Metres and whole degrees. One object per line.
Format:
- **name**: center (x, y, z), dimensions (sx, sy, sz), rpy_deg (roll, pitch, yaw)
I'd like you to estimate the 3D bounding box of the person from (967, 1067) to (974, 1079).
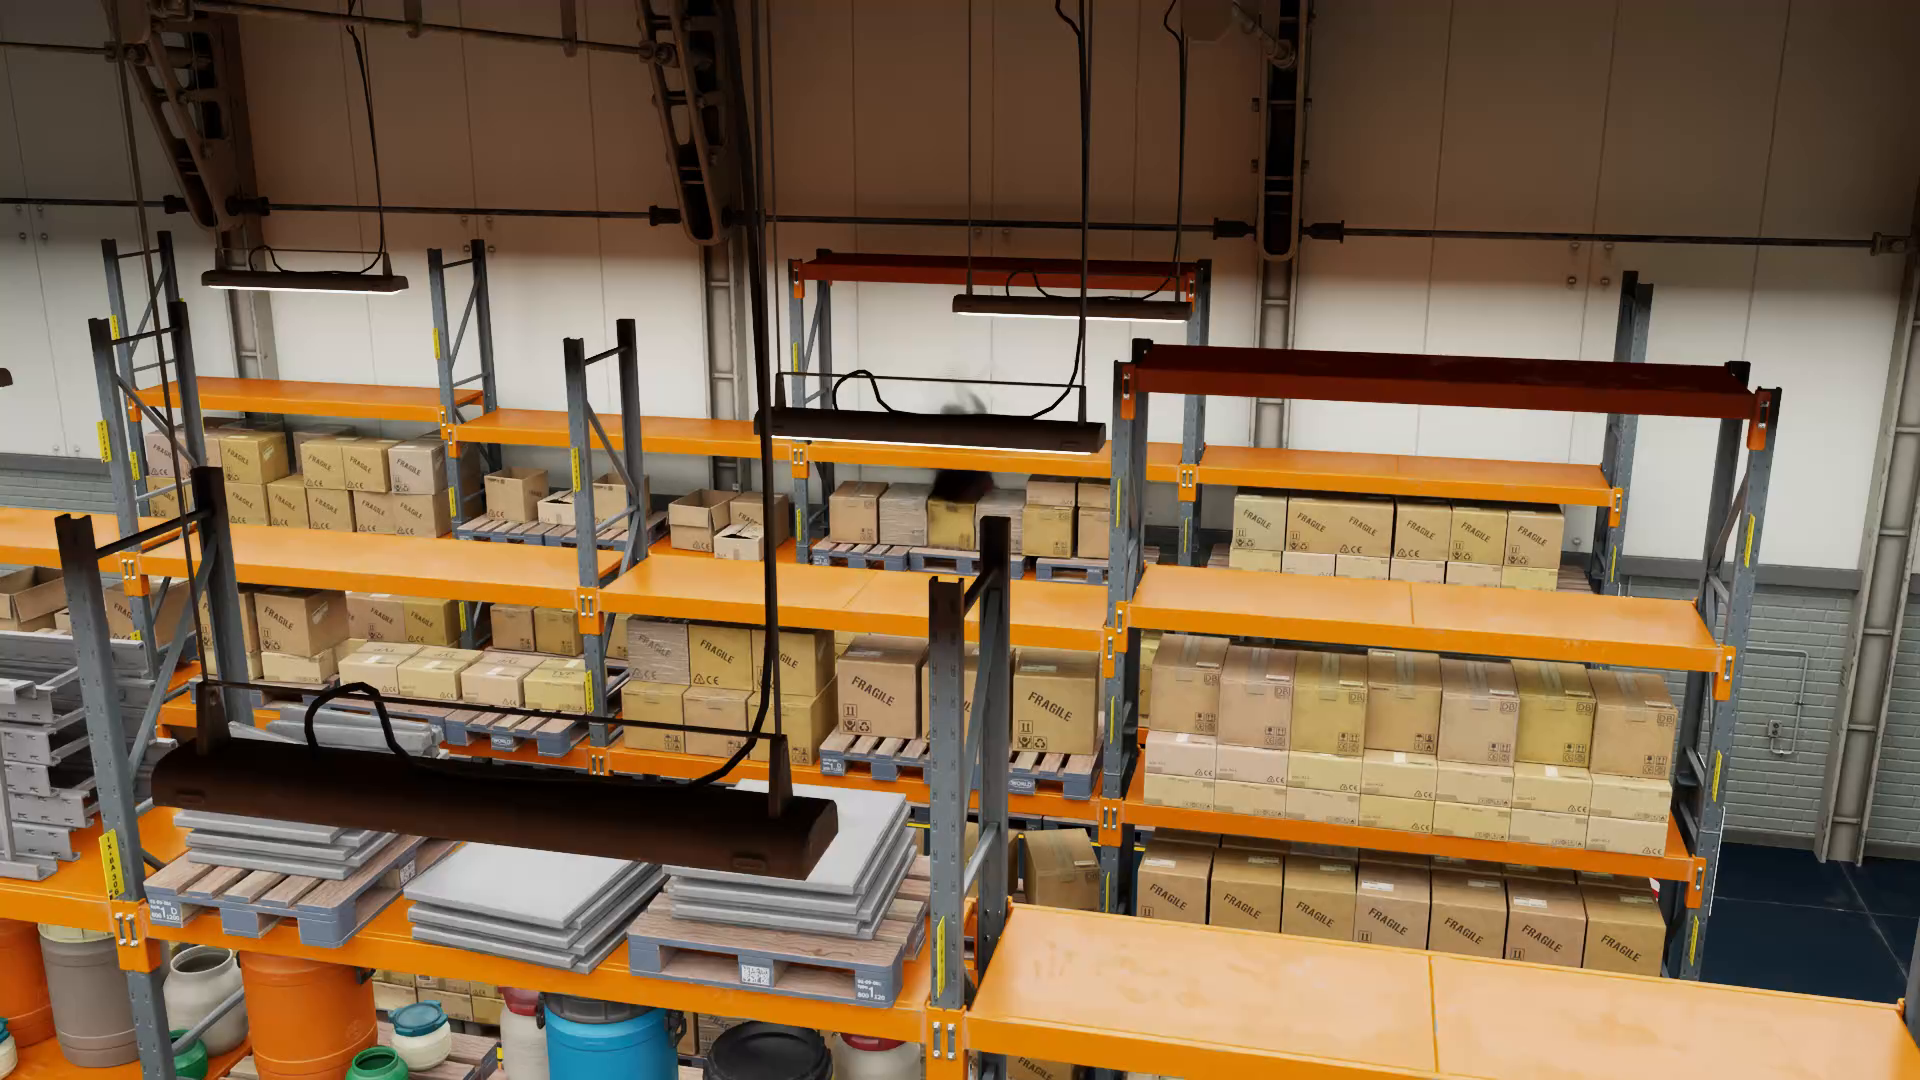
- **person**: center (-0.085, 4.206, 10.987), dimensions (0.693, 1.756, 0.556), rpy_deg (1, 16, 2)
